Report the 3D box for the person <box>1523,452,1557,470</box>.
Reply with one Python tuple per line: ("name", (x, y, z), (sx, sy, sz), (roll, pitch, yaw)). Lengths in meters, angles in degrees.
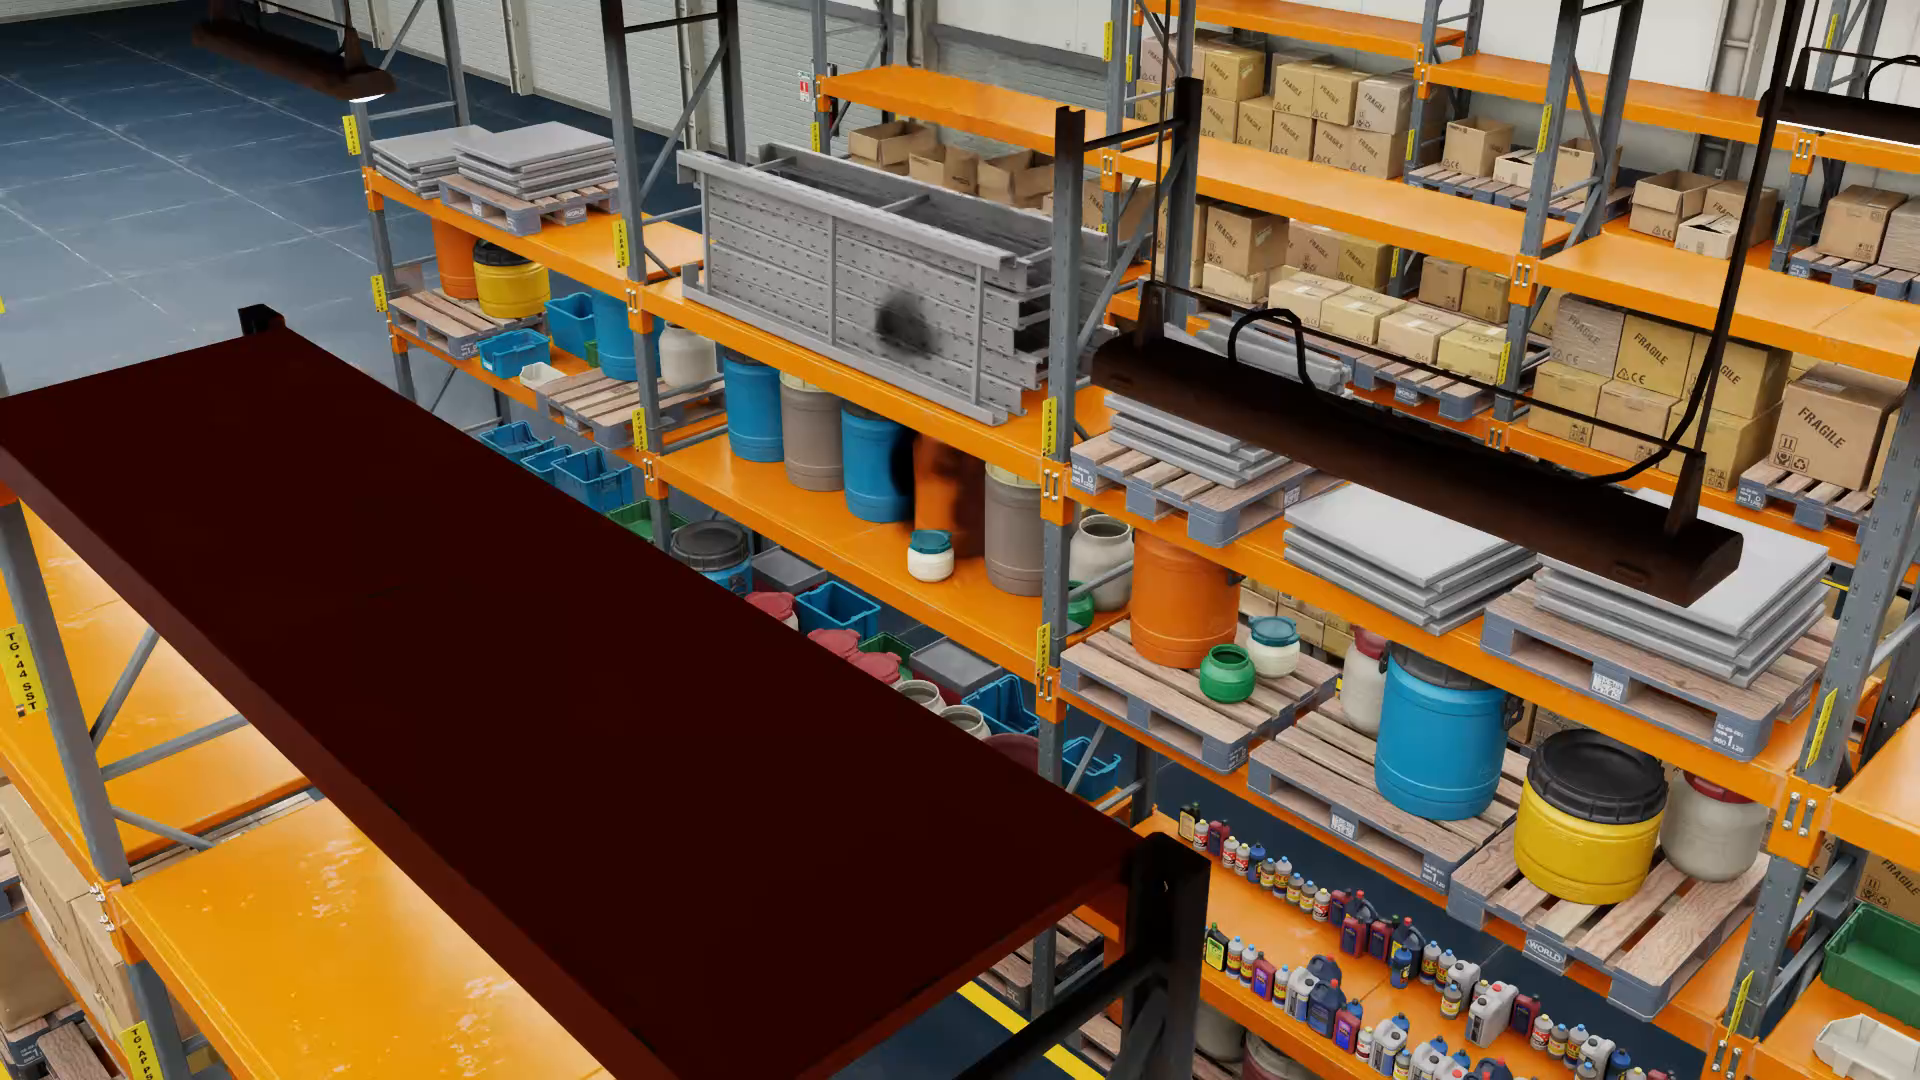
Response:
("person", (5.206, -0.029, 15.027), (0.640, 1.796, 0.890), (-23, 36, -37))
